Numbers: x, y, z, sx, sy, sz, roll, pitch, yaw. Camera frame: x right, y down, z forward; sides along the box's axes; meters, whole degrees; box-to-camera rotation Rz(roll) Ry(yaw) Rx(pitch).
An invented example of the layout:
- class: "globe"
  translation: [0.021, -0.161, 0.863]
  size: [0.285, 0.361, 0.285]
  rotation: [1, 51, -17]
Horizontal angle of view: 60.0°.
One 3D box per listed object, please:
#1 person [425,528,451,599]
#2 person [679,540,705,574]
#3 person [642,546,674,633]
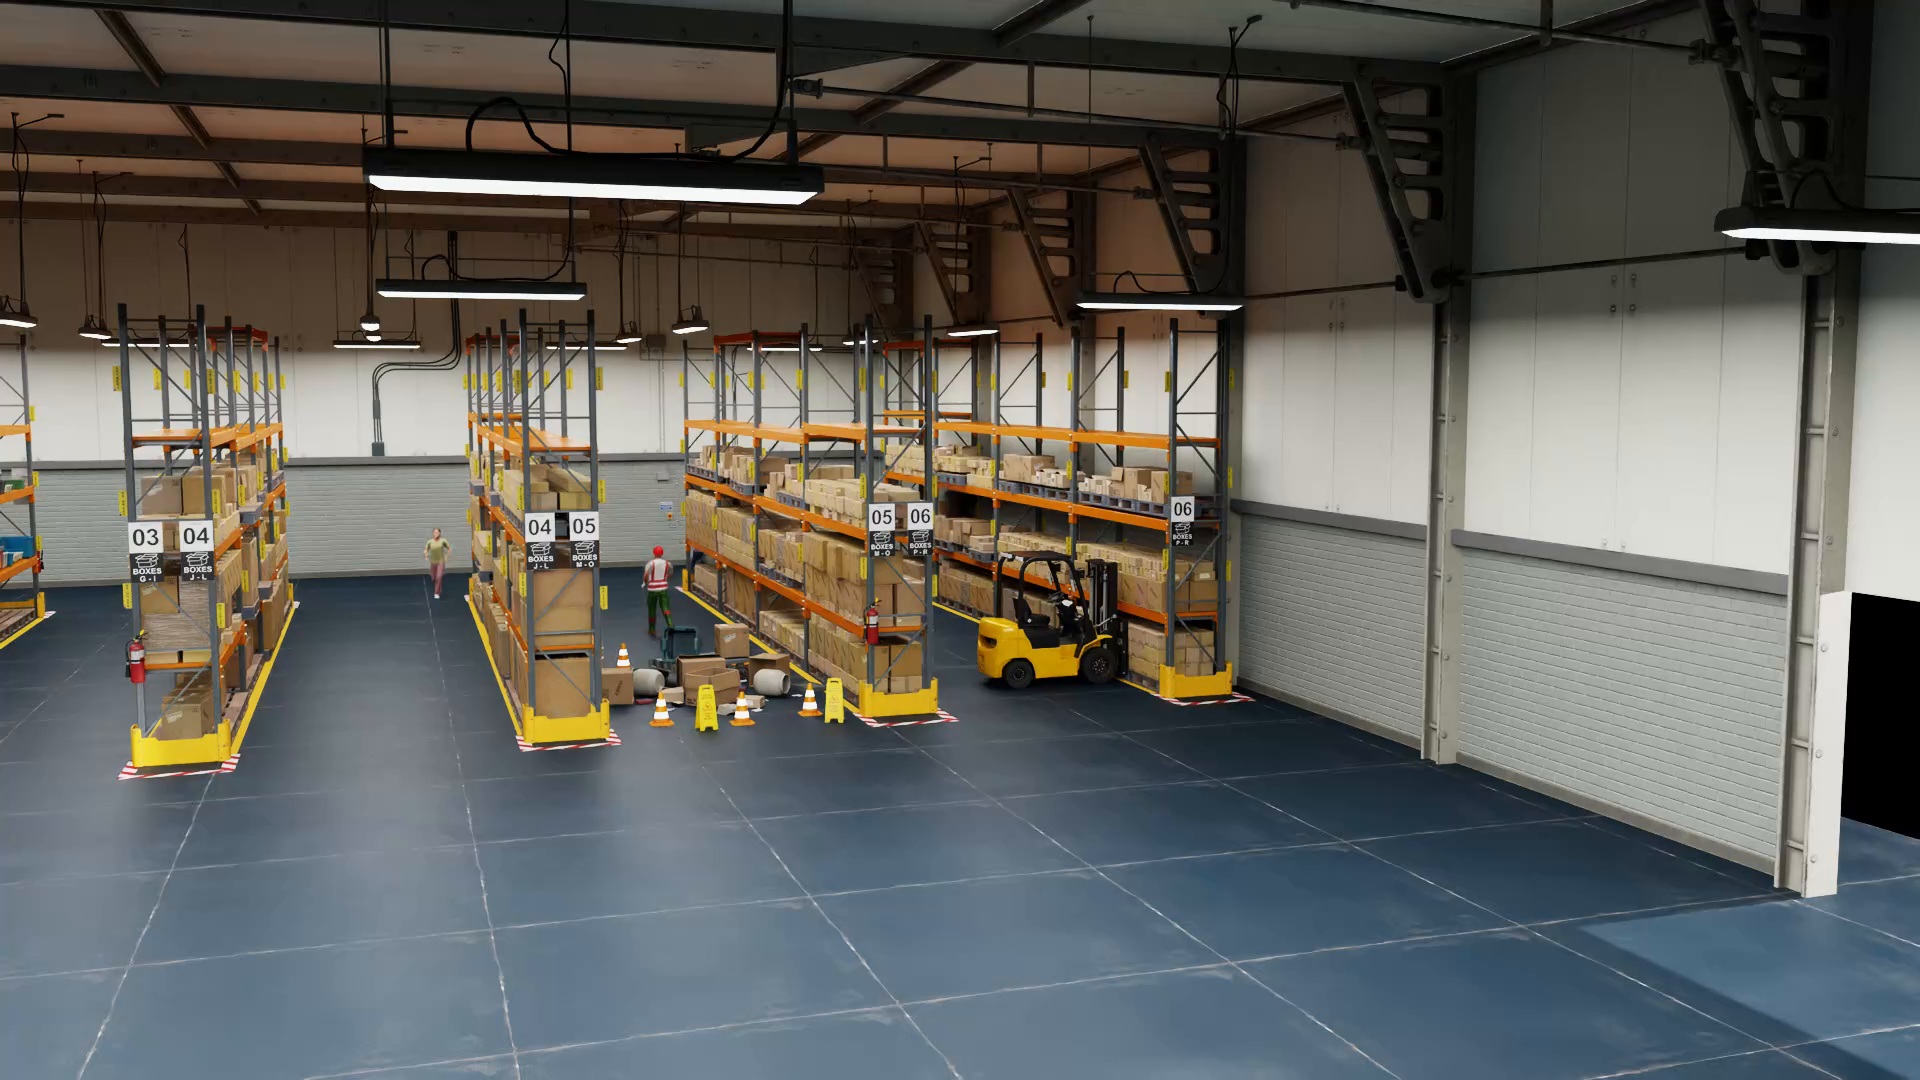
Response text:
- class: "person"
  translation: [-12.160, 0.527, 38.745]
  size: [0.589, 1.633, 0.752]
  rotation: [-1, 5, -6]
- class: "person"
  translation: [-6.477, 0.363, 41.170]
  size: [0.923, 1.471, 0.480]
  rotation: [-2, 6, -16]
- class: "person"
  translation: [-5.946, 0.989, 32.726]
  size: [0.674, 1.766, 1.000]
  rotation: [-3, 6, -28]
